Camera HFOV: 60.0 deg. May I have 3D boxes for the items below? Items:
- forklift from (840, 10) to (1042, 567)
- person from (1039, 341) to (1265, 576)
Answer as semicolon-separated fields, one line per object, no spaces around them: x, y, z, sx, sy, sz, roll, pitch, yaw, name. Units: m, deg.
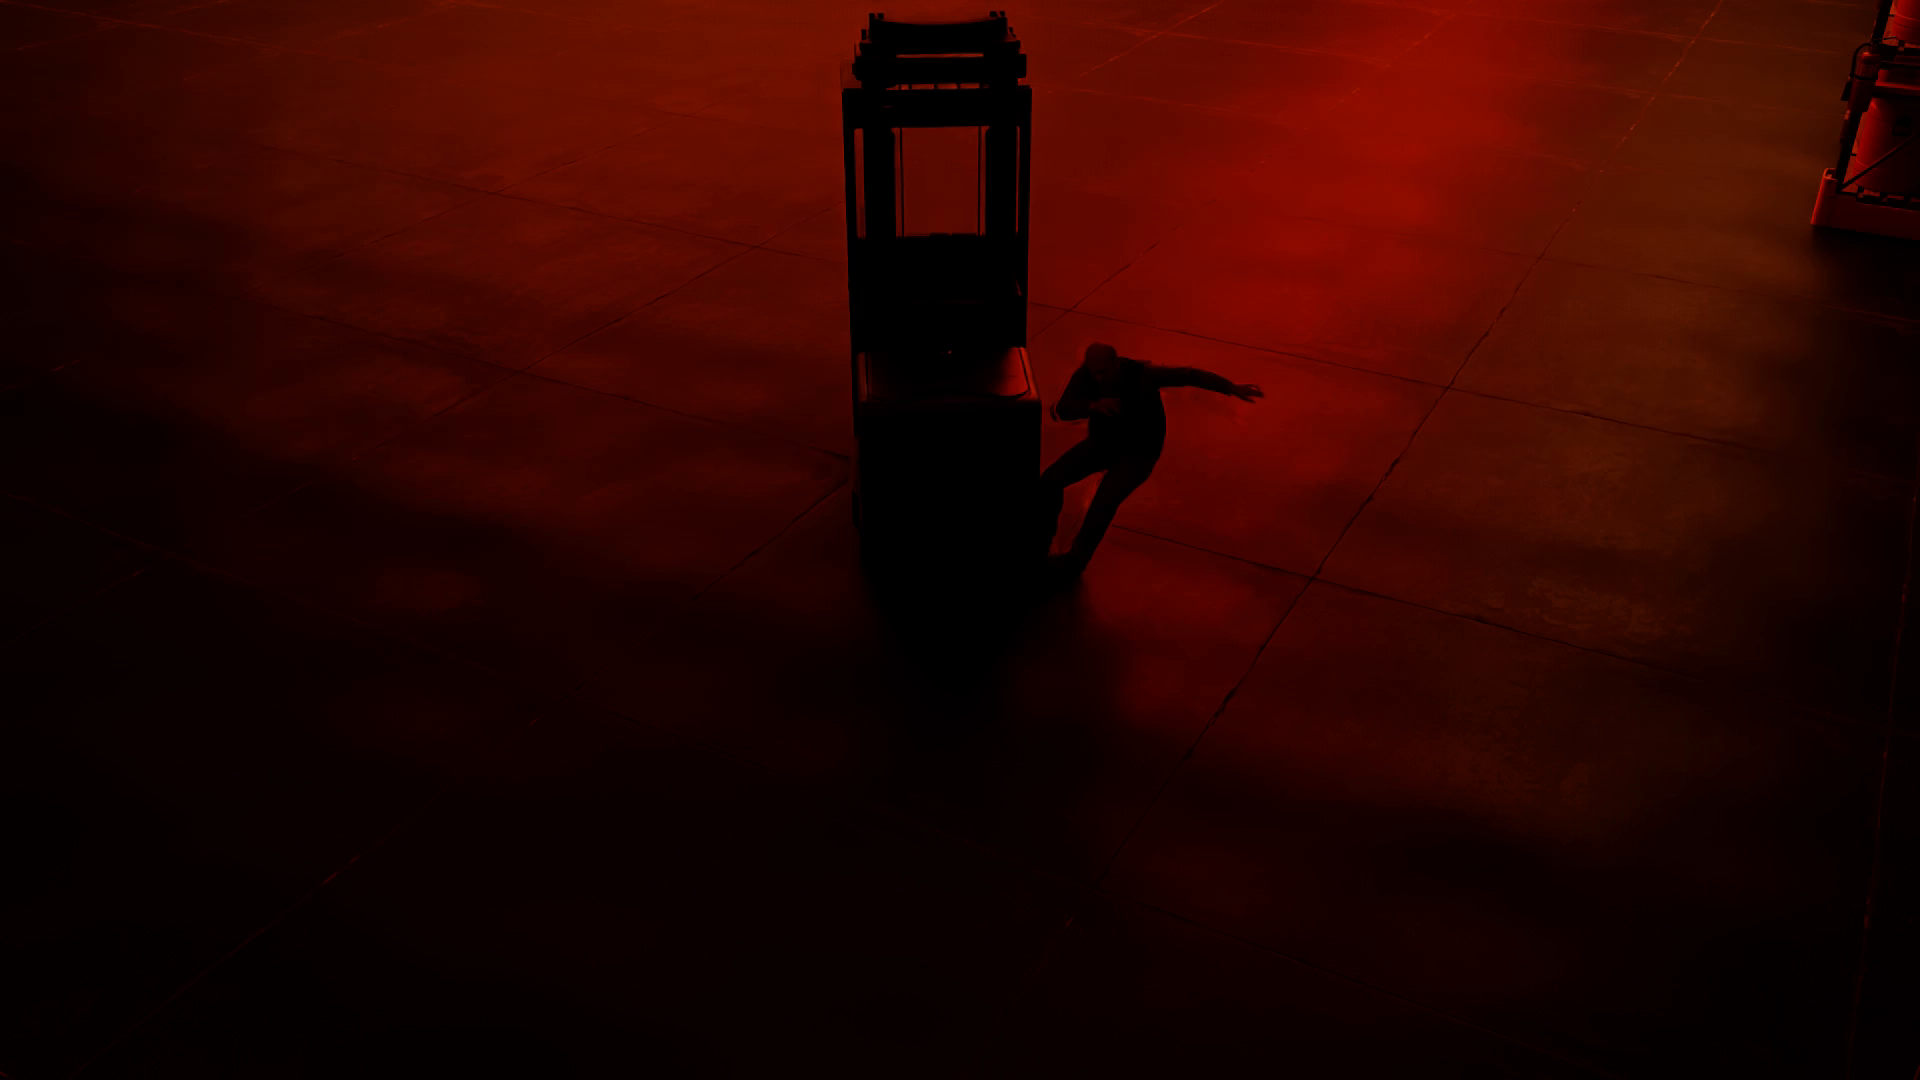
-0.152;-1.822;10.228;1.130;2.935;3.031;-2;30;-3;forklift
0.961;-0.453;9.439;1.278;1.406;0.839;15;33;24;person
